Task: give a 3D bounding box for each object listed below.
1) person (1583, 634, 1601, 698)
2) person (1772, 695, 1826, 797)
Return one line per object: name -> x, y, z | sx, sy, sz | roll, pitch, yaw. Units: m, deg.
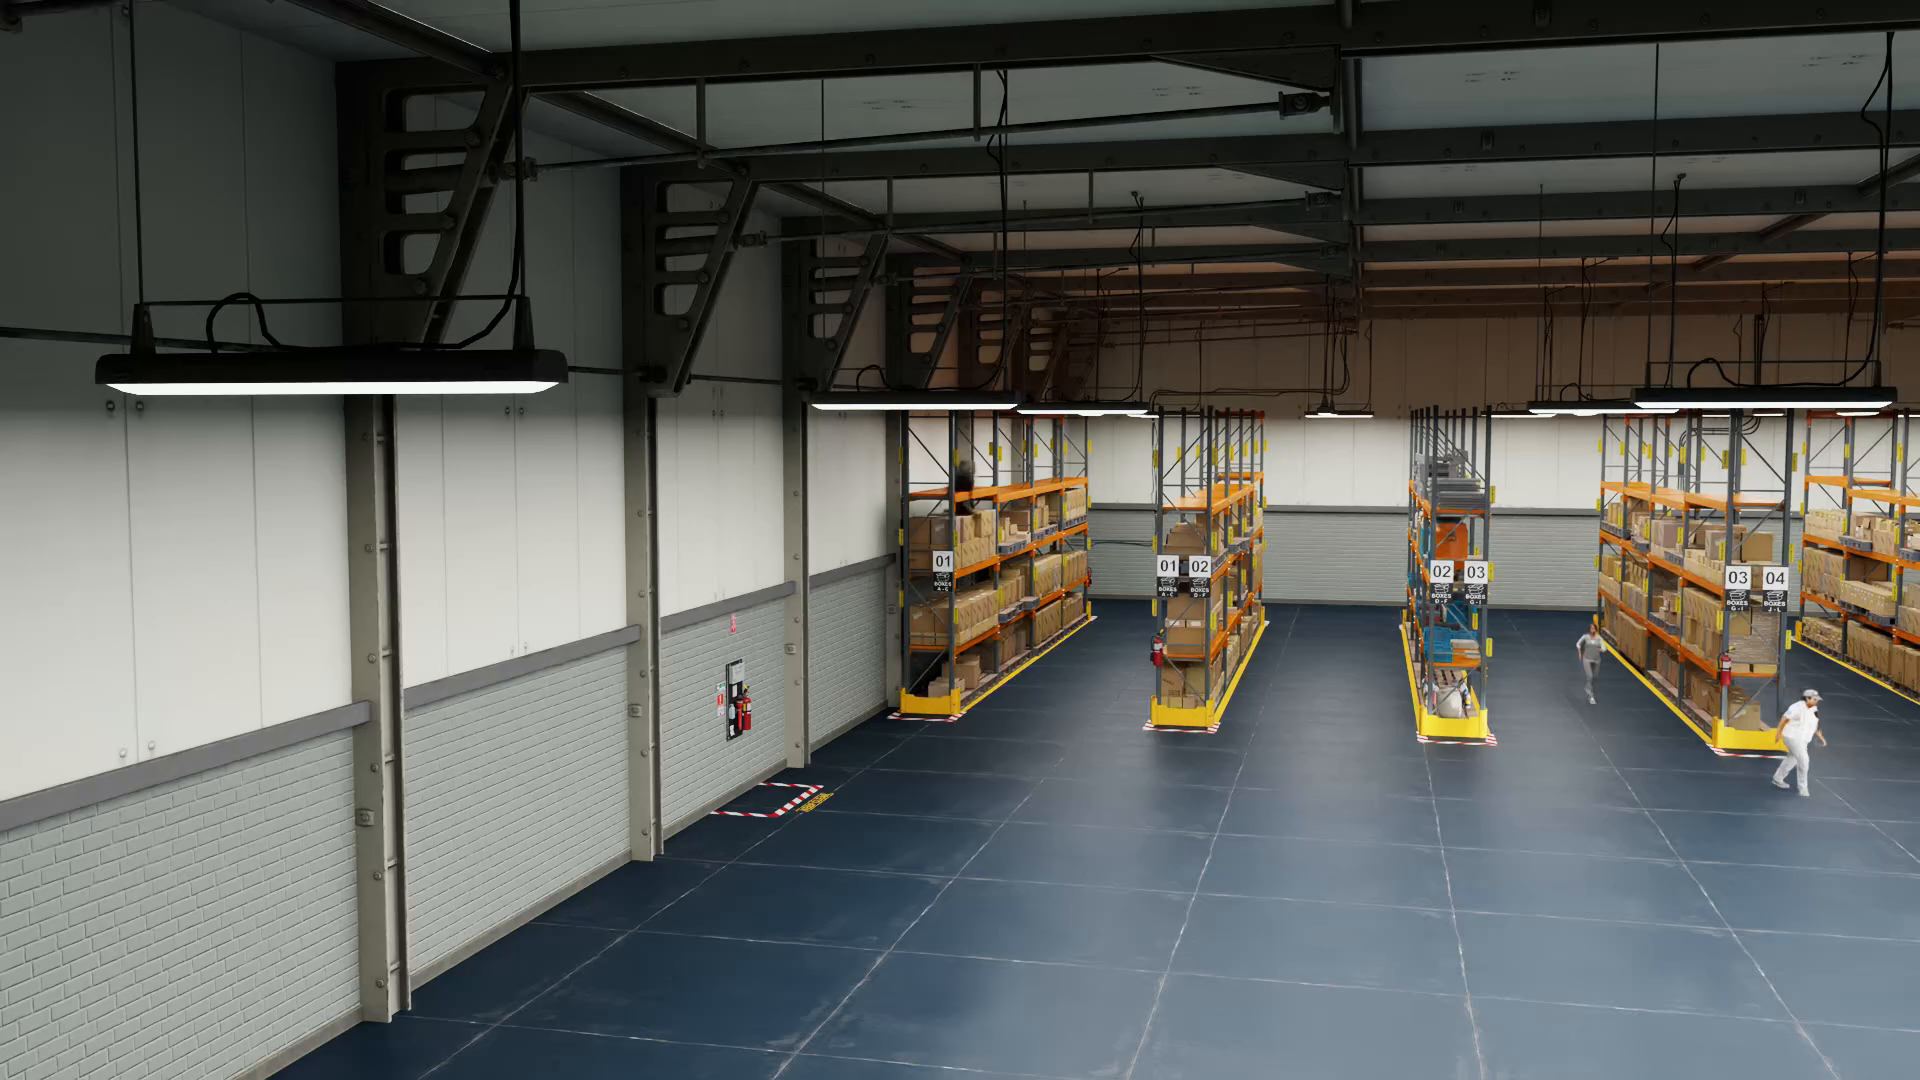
person -> 12.829, 2.541, 33.829 | 0.348, 1.275, 0.748 | 0, 4, 4
person -> 12.913, 3.088, 25.663 | 0.571, 1.614, 0.765 | -2, 5, -26
